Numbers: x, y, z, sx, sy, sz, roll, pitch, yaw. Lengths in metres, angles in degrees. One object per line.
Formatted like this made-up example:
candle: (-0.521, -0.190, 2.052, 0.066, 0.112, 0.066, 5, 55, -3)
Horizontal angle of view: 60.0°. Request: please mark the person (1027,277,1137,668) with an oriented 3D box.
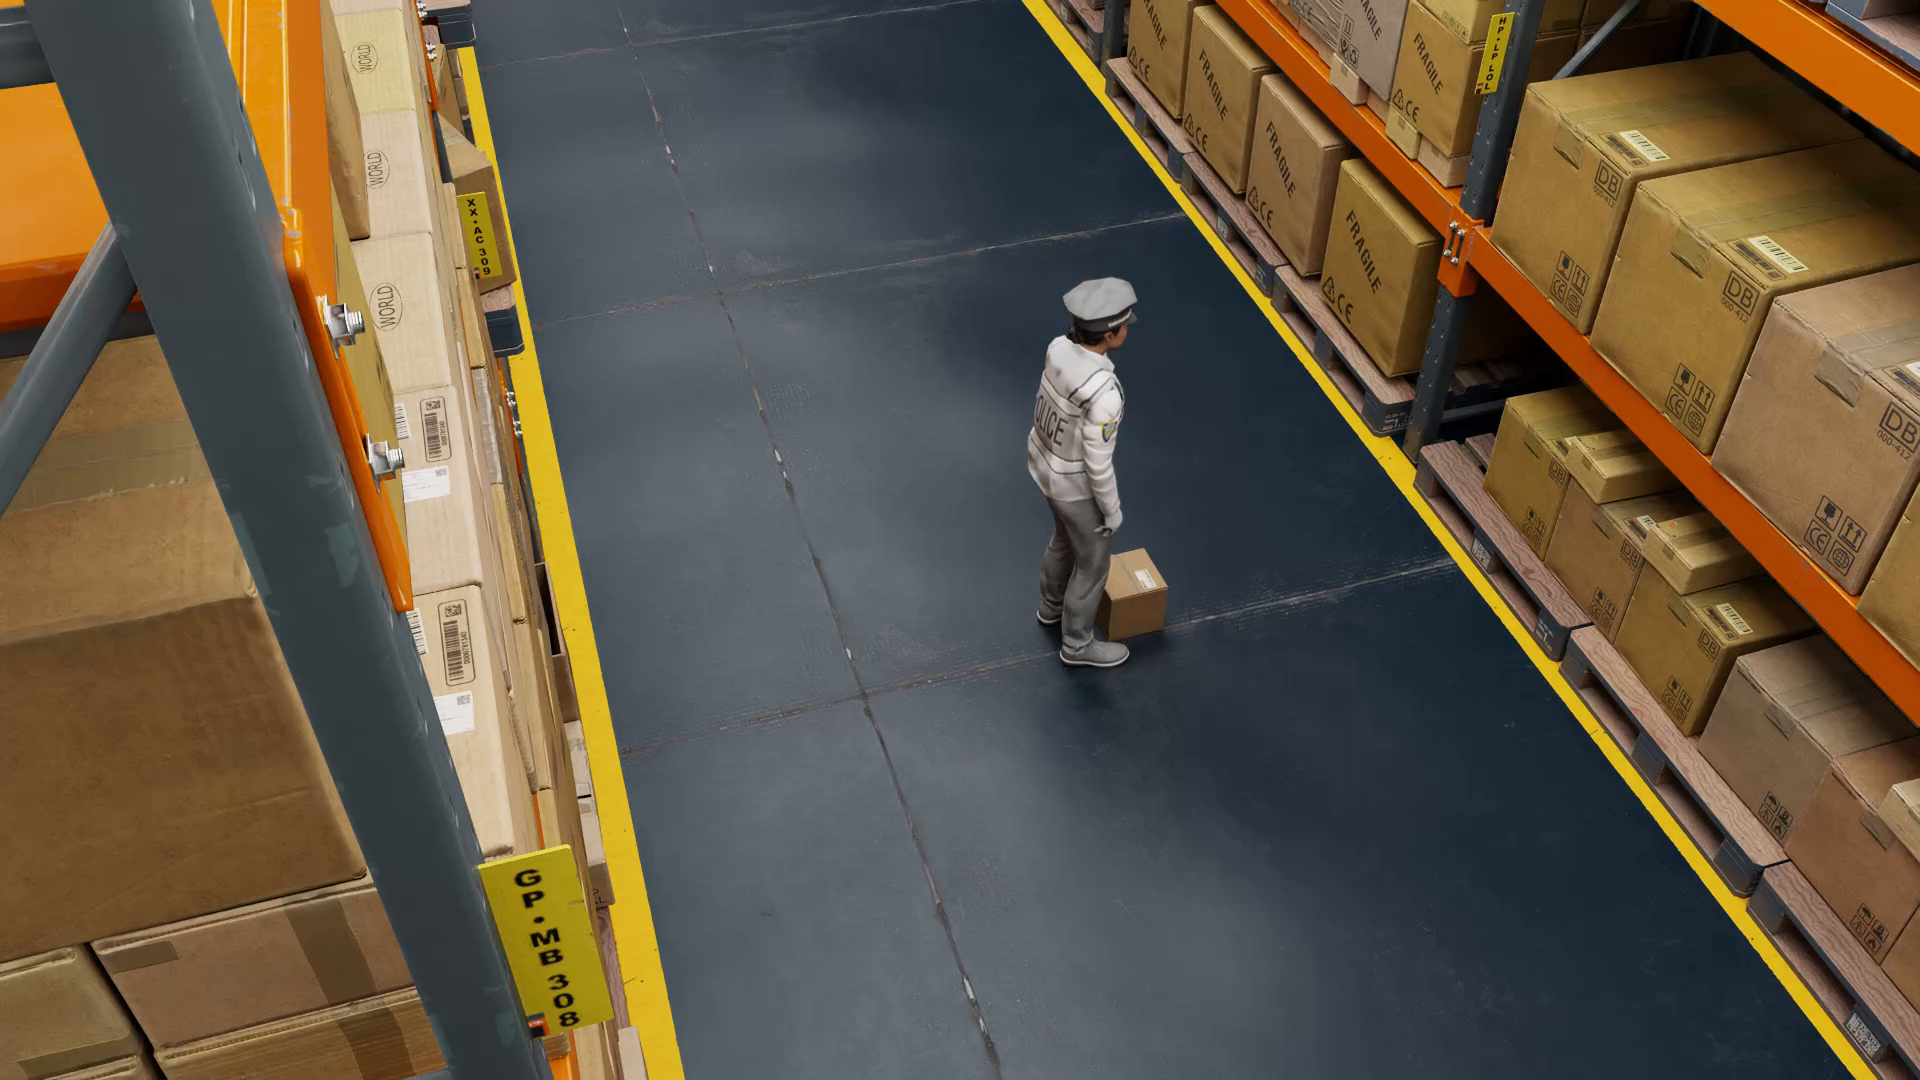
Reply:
person: (0.464, -0.241, 6.421, 0.376, 1.664, 0.546, -15, 44, -15)
